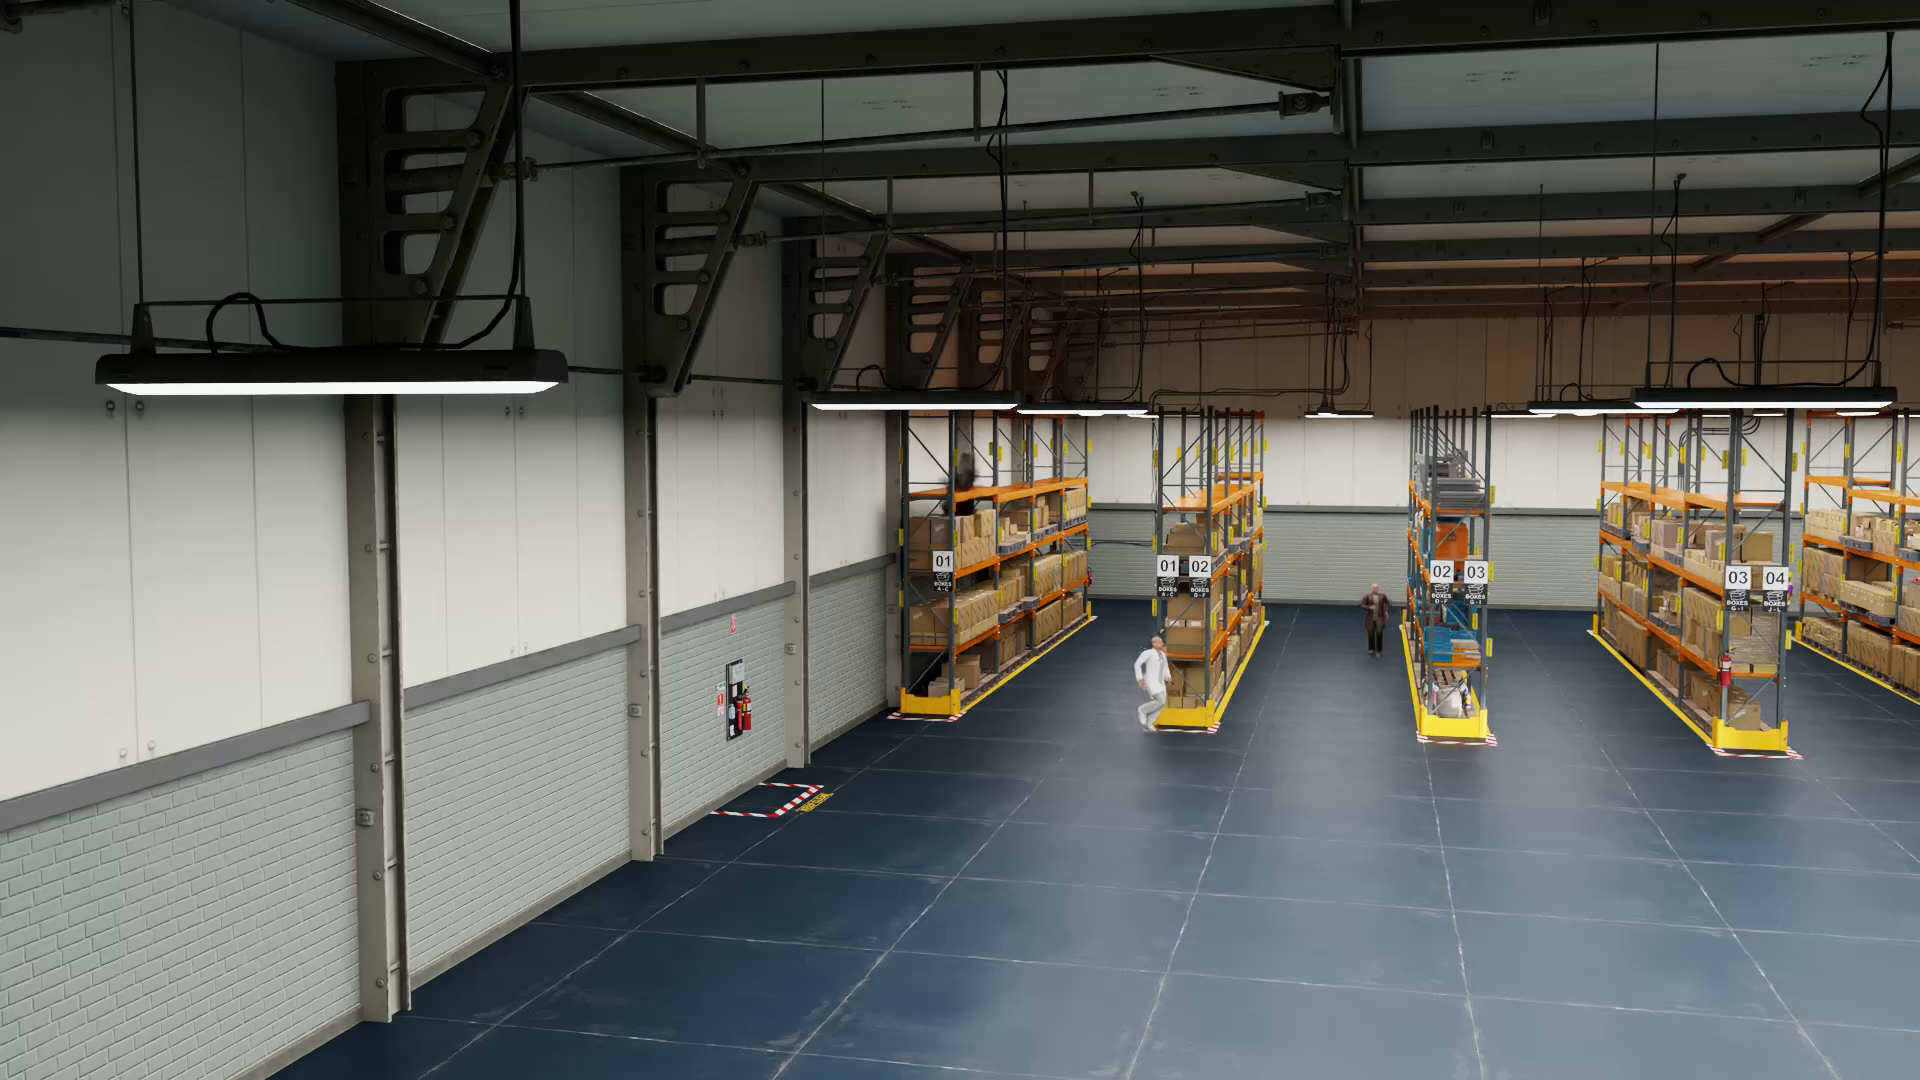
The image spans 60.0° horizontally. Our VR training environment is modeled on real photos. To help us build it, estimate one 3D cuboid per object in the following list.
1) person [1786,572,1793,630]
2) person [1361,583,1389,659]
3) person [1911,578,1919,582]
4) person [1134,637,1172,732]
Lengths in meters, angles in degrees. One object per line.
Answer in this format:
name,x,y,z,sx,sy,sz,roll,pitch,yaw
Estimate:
person,22.061,1.667,44.717,0.557,1.680,0.786,2,4,21
person,10.036,1.959,40.214,0.672,1.834,0.811,1,4,13
person,23.892,1.854,41.650,0.721,1.800,0.633,1,4,11
person,3.570,2.604,30.104,0.564,1.694,0.768,4,6,45
